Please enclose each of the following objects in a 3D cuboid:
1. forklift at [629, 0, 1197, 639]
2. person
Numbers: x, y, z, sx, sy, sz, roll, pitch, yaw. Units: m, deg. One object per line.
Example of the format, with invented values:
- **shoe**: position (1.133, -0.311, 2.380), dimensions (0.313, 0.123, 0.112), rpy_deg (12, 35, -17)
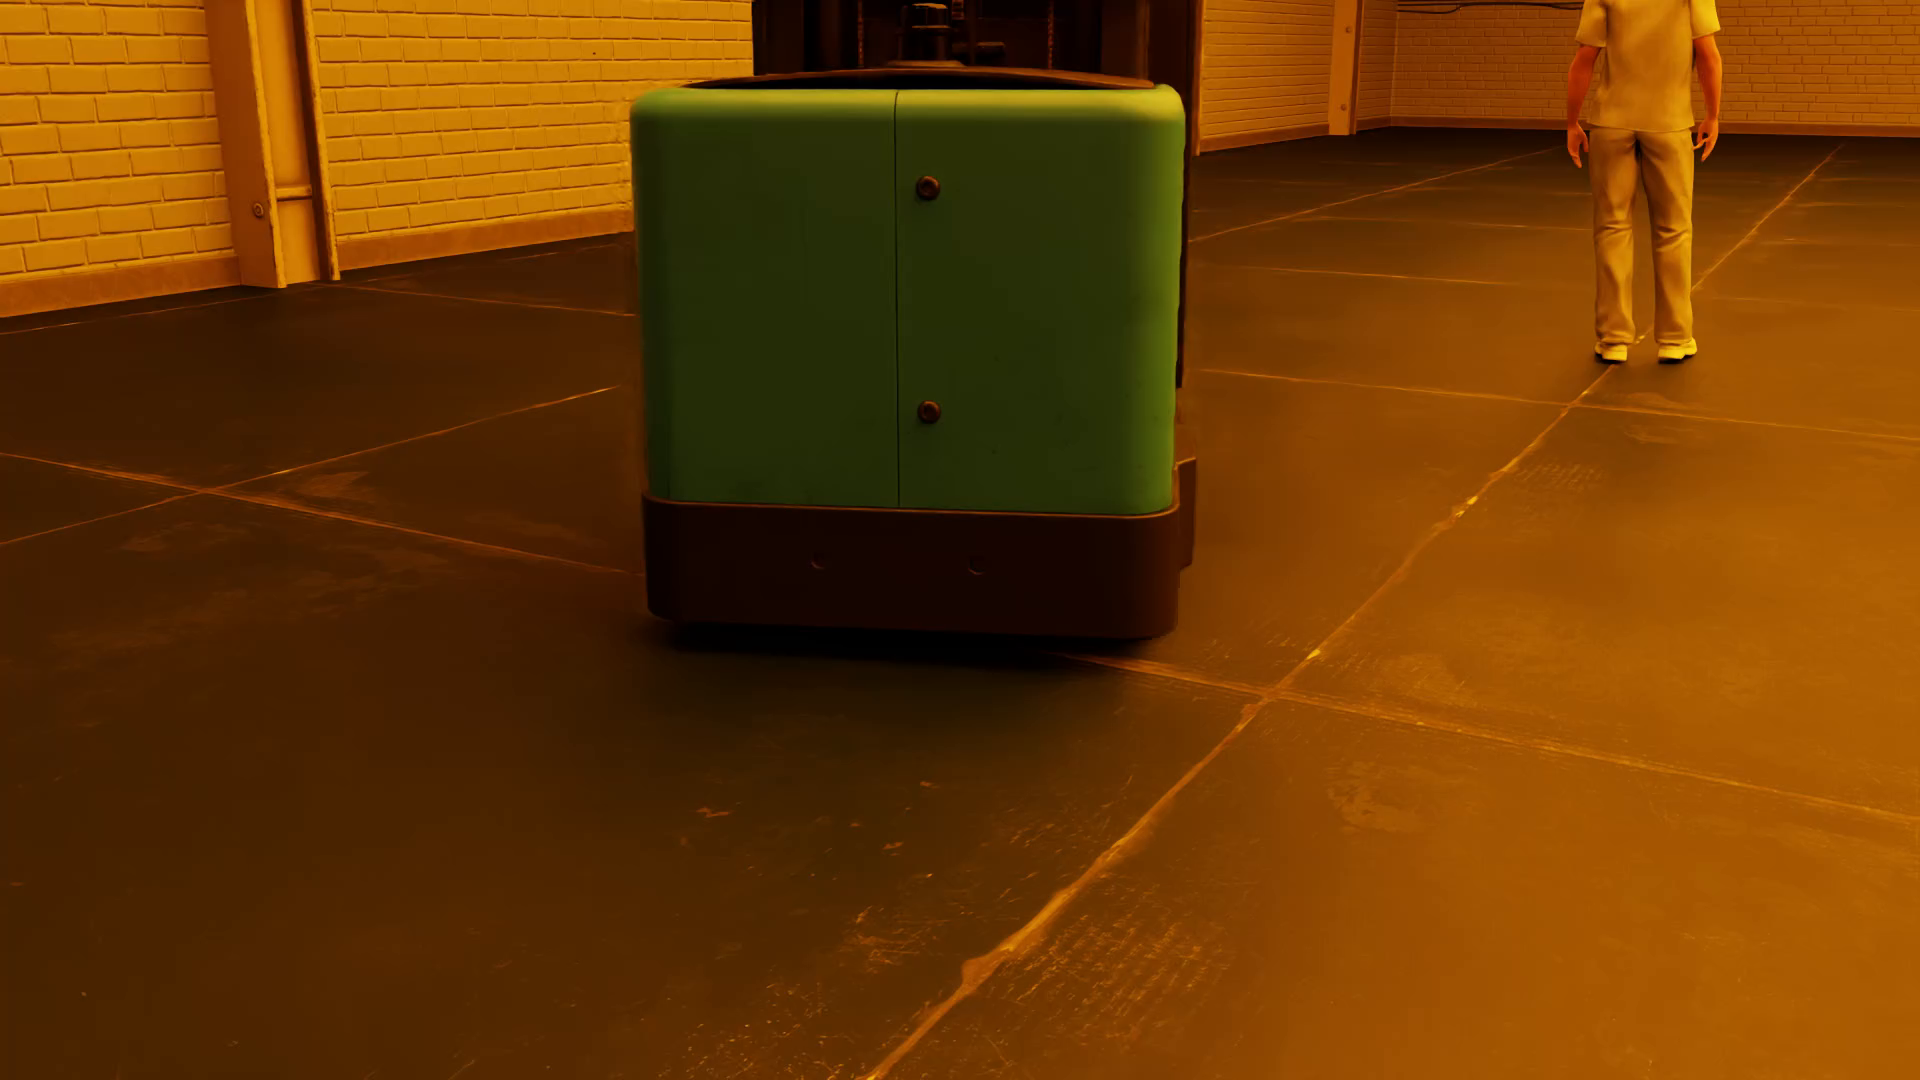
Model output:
- **forklift**: position (0.062, -1.587, 4.243), dimensions (1.130, 2.935, 3.031), rpy_deg (2, 17, 6)
- **person**: position (2.533, -1.507, 6.168), dimensions (0.548, 1.674, 0.549), rpy_deg (7, 18, 23)
